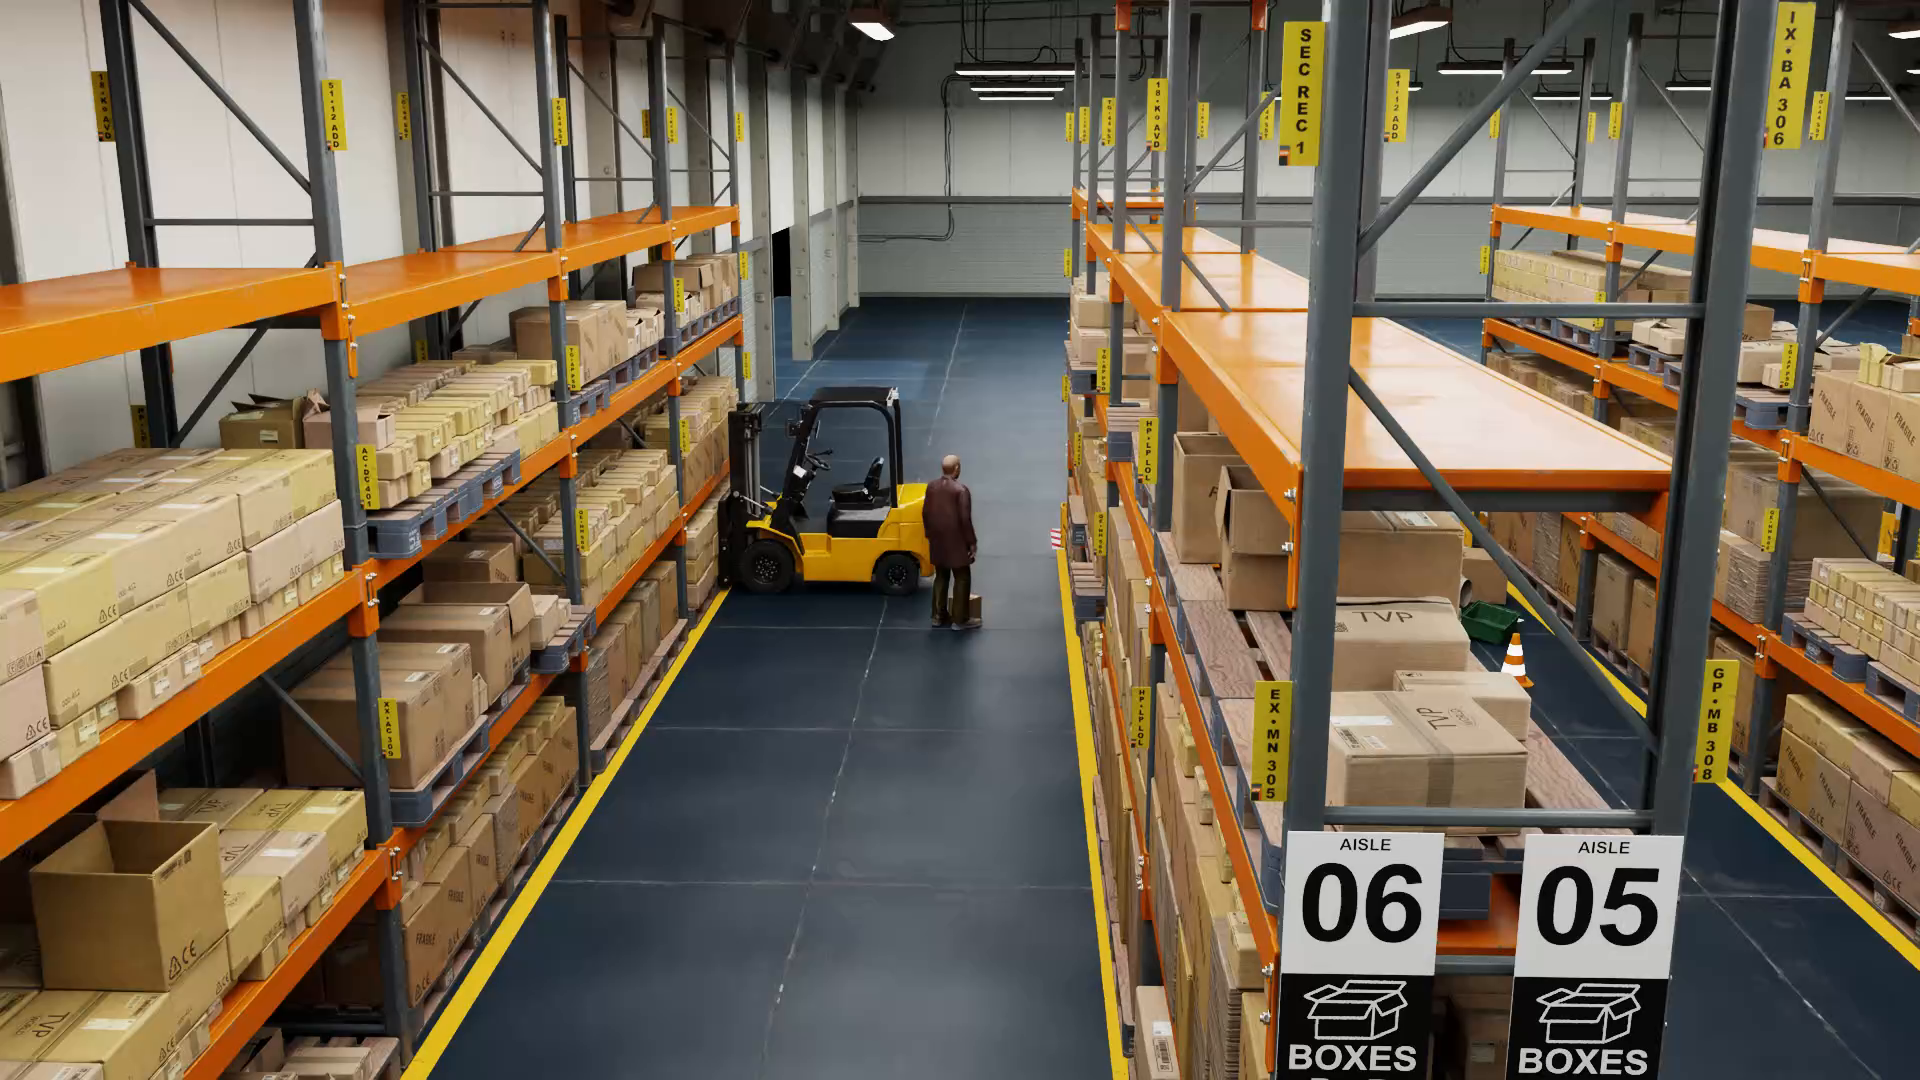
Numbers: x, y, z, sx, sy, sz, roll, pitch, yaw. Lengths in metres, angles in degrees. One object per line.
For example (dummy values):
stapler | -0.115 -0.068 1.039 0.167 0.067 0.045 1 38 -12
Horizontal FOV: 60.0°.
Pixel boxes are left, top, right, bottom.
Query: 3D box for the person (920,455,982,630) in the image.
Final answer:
person | -0.108 0.016 16.967 0.650 1.772 0.428 10 17 35
